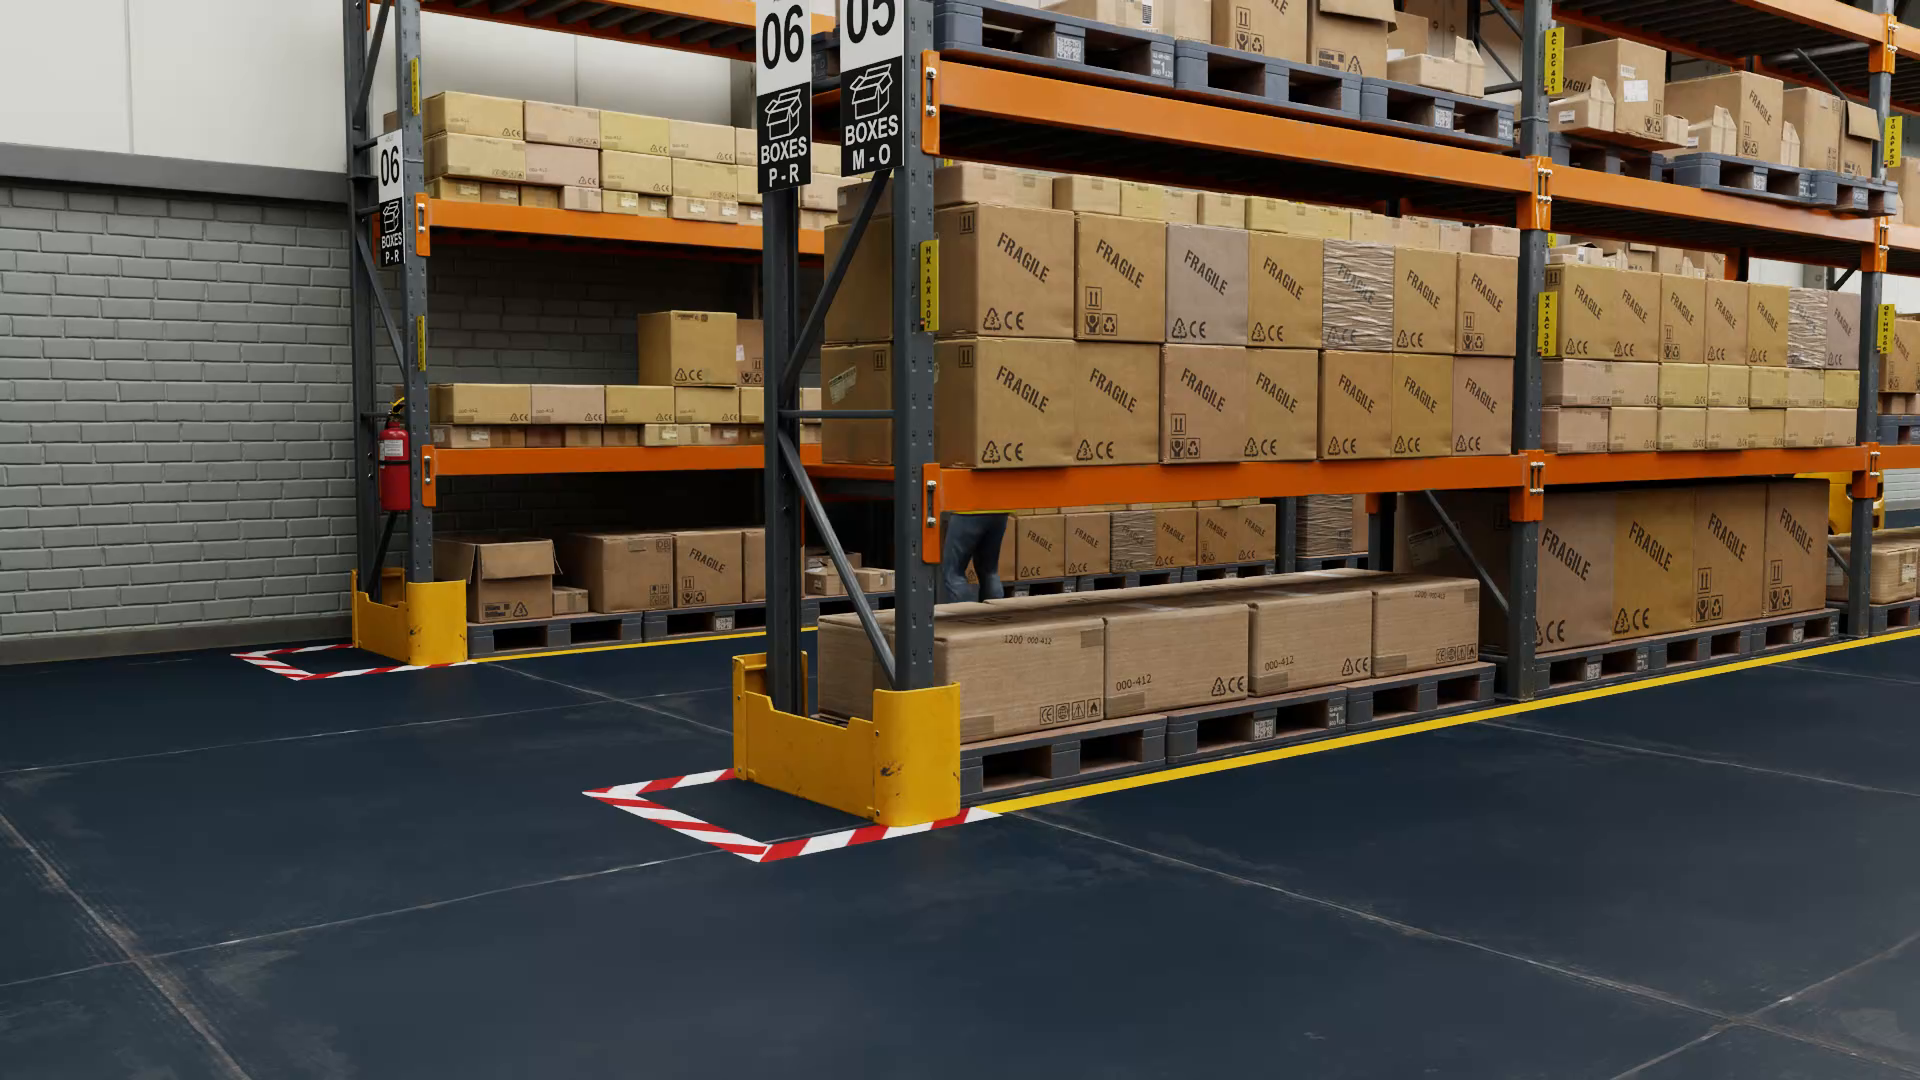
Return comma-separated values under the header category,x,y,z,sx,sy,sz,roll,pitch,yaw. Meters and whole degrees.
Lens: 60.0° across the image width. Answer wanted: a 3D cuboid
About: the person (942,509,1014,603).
category,x,y,z,sx,sy,sz,roll,pitch,yaw
person,-0.034,-0.058,10.962,0.476,1.489,0.842,-4,6,-40
